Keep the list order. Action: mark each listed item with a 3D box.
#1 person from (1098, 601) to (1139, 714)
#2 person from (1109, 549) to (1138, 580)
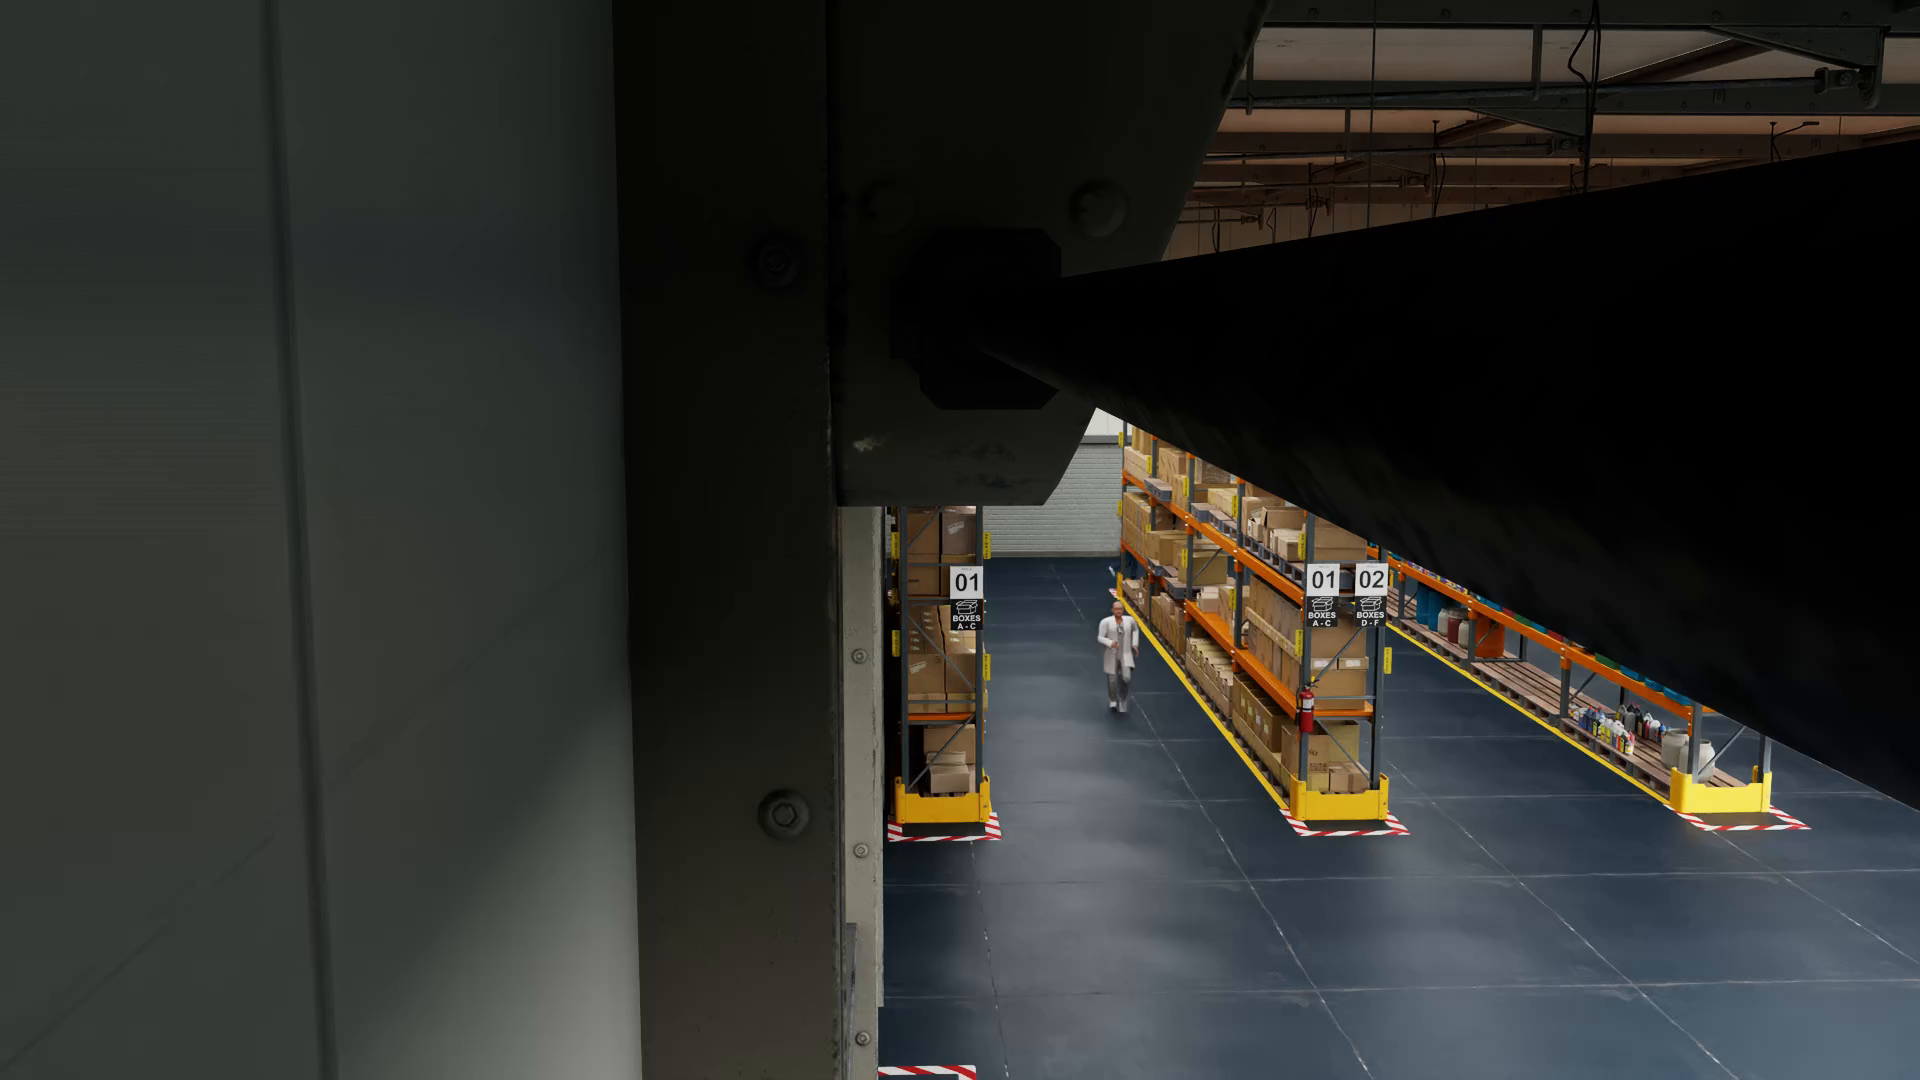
[{"bbox_3d":[2.470,1.831,25.889,0.679,1.780,0.847,0,8,-3],"label":"person"},{"bbox_3d":[3.806,0.233,38.012,0.767,1.579,0.554,3,9,21],"label":"person"}]
